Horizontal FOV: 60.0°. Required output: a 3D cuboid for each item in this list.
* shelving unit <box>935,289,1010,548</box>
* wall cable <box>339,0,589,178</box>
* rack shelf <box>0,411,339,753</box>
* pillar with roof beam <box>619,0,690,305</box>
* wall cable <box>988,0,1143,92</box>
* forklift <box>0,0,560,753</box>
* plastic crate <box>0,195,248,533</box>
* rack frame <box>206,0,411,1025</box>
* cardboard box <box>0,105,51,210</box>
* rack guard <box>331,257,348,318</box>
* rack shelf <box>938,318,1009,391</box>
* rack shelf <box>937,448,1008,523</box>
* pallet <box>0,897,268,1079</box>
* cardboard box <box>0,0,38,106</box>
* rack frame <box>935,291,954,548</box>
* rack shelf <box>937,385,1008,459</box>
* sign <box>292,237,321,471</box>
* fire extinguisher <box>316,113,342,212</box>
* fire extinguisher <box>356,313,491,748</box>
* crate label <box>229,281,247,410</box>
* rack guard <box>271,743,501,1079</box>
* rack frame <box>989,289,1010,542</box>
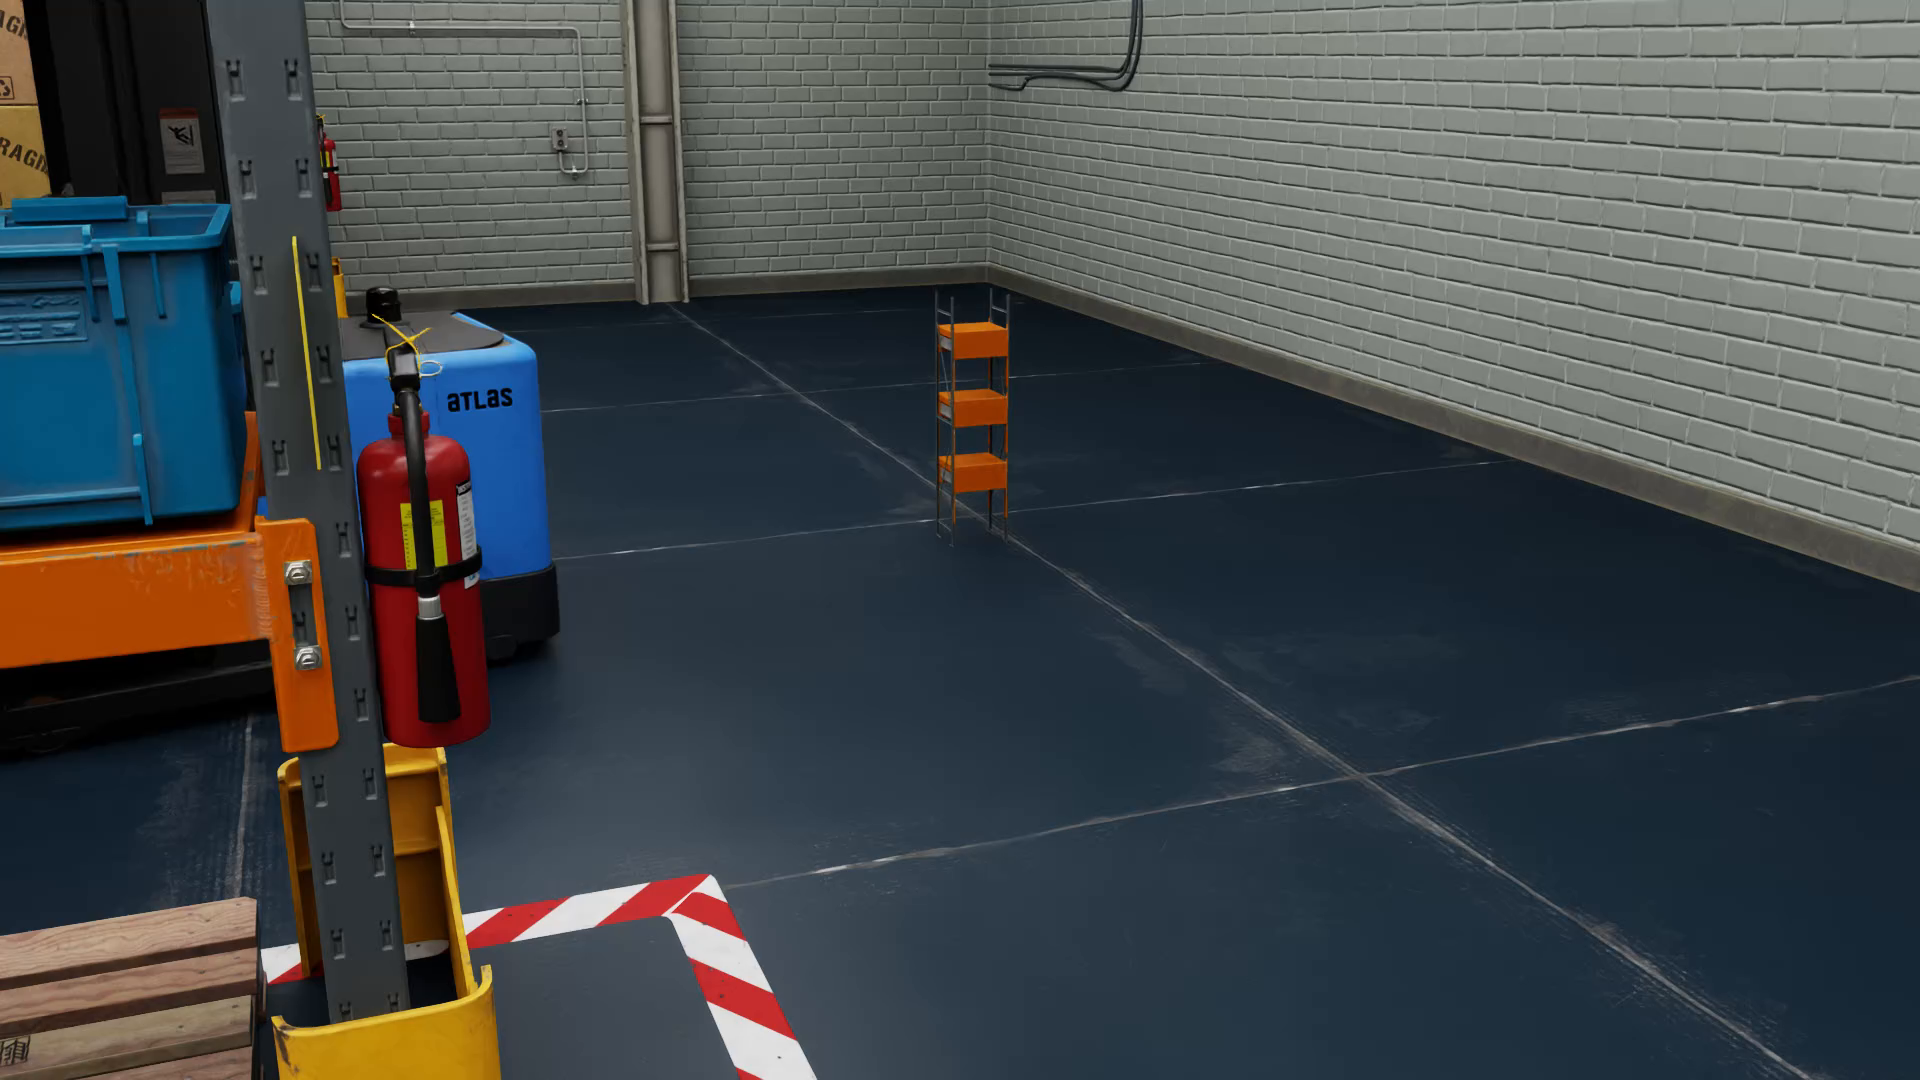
[{"bbox_3d":[0.050,-0.509,6.969,0.252,1.050,0.215,-6,17,-20],"label":"shelving unit"},{"bbox_3d":[-3.843,-3.806,12.932,1.851,1.984,0.084,-6,17,-20],"label":"wall cable"},{"bbox_3d":[-3.023,0.213,2.326,4.000,0.370,1.077,-6,17,-20],"label":"rack shelf"},{"bbox_3d":[-0.948,-5.186,8.787,0.400,9.000,9.100,-6,17,-20],"label":"pillar with roof beam"},{"bbox_3d":[0.709,-4.805,13.002,0.112,2.526,3.097,-6,17,-20],"label":"wall cable"},{"bbox_3d":[-2.915,-0.915,5.011,3.031,2.935,1.130,-10,19,-30],"label":"forklift"},{"bbox_3d":[-1.401,-0.297,2.616,0.499,0.435,0.616,-6,17,-20],"label":"plastic crate"},{"bbox_3d":[-1.155,-0.334,2.911,0.127,3.000,1.000,-6,17,-20],"label":"rack frame"},{"bbox_3d":[-3.728,-1.515,6.758,0.500,0.500,0.500,-6,17,-20],"label":"cardboard box"},{"bbox_3d":[-4.678,-1.744,12.148,0.348,0.500,1.175,-6,17,-20],"label":"rack guard"},{"bbox_3d":[0.050,-0.771,6.892,0.240,0.259,0.215,-6,17,-20],"label":"rack shelf"},{"bbox_3d":[0.050,-0.232,7.050,0.240,0.259,0.215,-6,17,-20],"label":"rack shelf"},{"bbox_3d":[-1.939,1.077,3.056,1.213,0.211,1.003,-6,17,-20],"label":"pallet"},{"bbox_3d":[-3.713,-1.997,6.622,0.500,0.500,0.500,-6,17,-19],"label":"cardboard box"},{"bbox_3d":[-0.064,-0.497,6.927,0.008,1.050,0.200,-6,17,-20],"label":"rack frame"},{"bbox_3d":[0.050,-0.499,6.972,0.240,0.259,0.215,-6,17,-20],"label":"rack shelf"},{"bbox_3d":[-0.943,-0.269,2.401,0.005,0.325,0.100,-6,17,-20],"label":"sign"},{"bbox_3d":[-4.394,-2.618,11.489,0.183,0.674,0.296,-6,17,-20],"label":"fire extinguisher"},{"bbox_3d":[-0.852,-0.013,2.619,0.183,0.674,0.296,-6,17,-20],"label":"fire extinguisher"},{"bbox_3d":[-1.503,-0.344,3.137,0.303,0.233,0.416,-6,17,-20],"label":"crate label"},{"bbox_3d":[-1.137,0.860,3.284,0.348,0.500,1.175,-6,17,-20],"label":"rack guard"},{"bbox_3d":[0.164,-0.521,7.011,0.008,1.050,0.200,-6,17,-20],"label":"rack frame"}]
